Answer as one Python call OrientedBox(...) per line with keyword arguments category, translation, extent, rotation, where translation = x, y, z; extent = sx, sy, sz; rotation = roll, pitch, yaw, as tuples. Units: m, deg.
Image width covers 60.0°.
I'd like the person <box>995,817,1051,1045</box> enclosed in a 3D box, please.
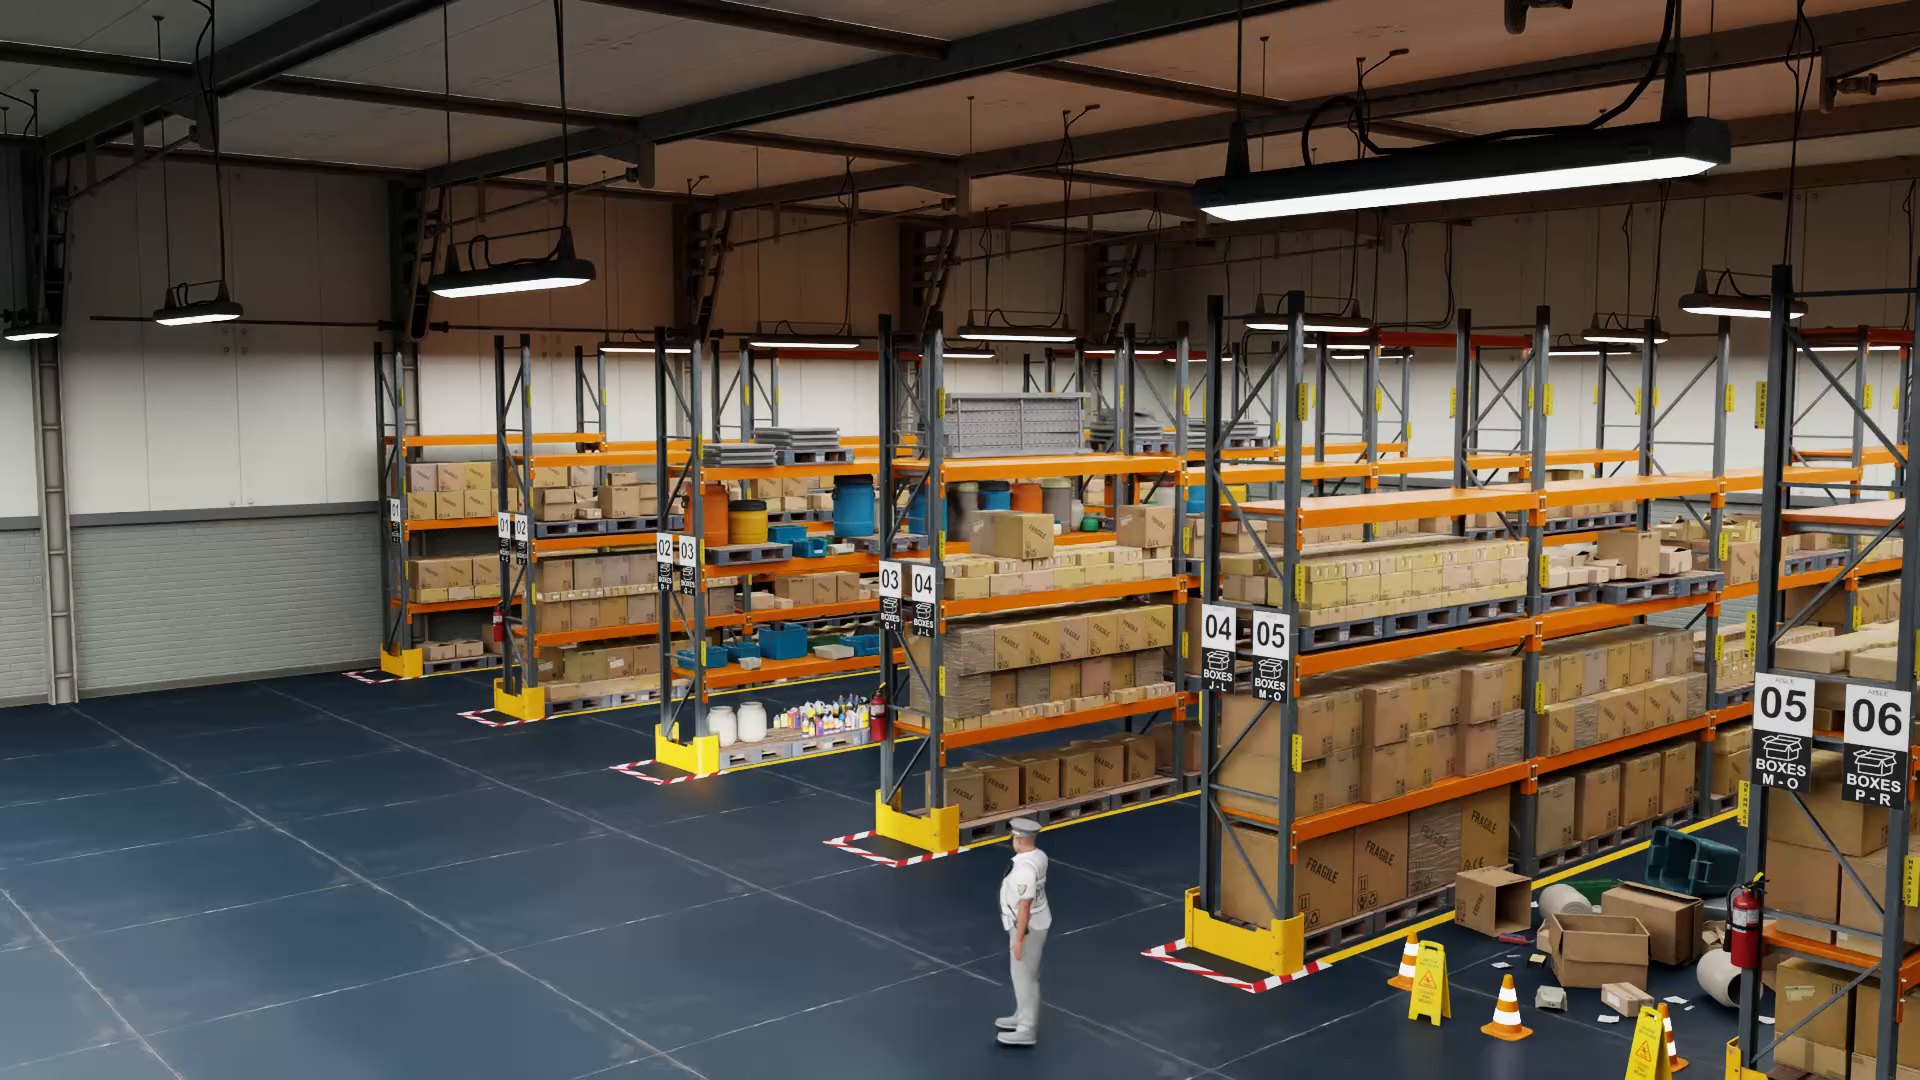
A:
OrientedBox(category="person", translation=(0.491, 3.080, 13.208), extent=(0.464, 1.755, 0.596), rotation=(1, 5, 9))
